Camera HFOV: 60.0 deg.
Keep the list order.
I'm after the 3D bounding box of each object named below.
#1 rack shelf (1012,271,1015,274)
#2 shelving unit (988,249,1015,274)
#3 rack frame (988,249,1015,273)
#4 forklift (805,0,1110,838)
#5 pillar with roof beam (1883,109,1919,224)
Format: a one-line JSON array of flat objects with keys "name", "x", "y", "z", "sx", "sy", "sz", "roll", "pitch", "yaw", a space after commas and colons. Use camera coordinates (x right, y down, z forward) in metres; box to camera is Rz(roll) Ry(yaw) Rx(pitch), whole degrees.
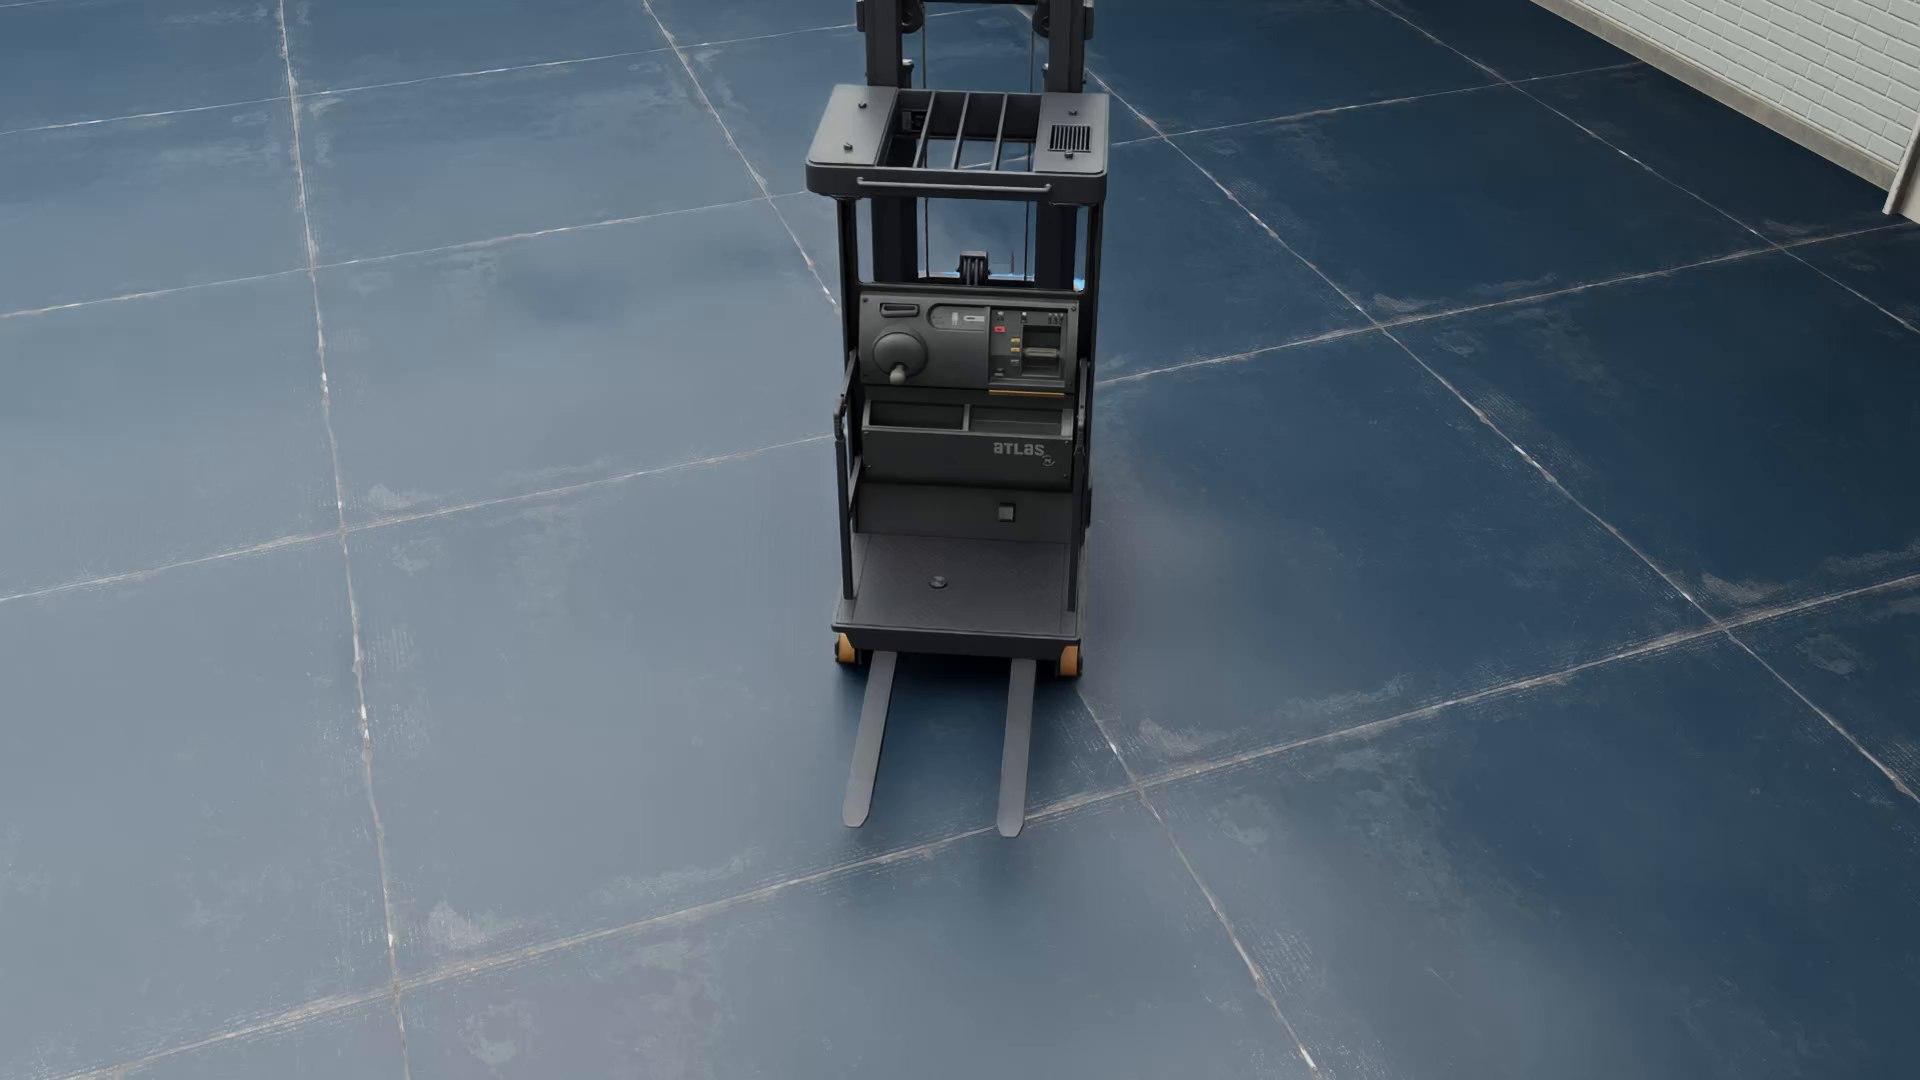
[{"name": "rack shelf", "x": 0.171, "y": -1.223, "z": 8.608, "sx": 0.215, "sy": 0.259, "sz": 0.240, "roll": 3, "pitch": 37, "yaw": 4}, {"name": "shelving unit", "x": 0.171, "y": -1.005, "z": 8.772, "sx": 0.215, "sy": 1.050, "sz": 0.252, "roll": 3, "pitch": 37, "yaw": 4}, {"name": "rack frame", "x": 0.181, "y": -1.078, "z": 8.869, "sx": 0.200, "sy": 1.050, "sz": 0.008, "roll": 3, "pitch": 37, "yaw": 4}, {"name": "forklift", "x": 0.020, "y": -0.769, "z": 6.896, "sx": 1.130, "sy": 2.935, "sz": 3.031, "roll": 3, "pitch": 37, "yaw": 4}, {"name": "pillar with roof beam", "x": 2.417, "y": -4.852, "z": 7.272, "sx": 9.100, "sy": 9.000, "sz": 0.400, "roll": -12, "pitch": 39, "yaw": -16}]
